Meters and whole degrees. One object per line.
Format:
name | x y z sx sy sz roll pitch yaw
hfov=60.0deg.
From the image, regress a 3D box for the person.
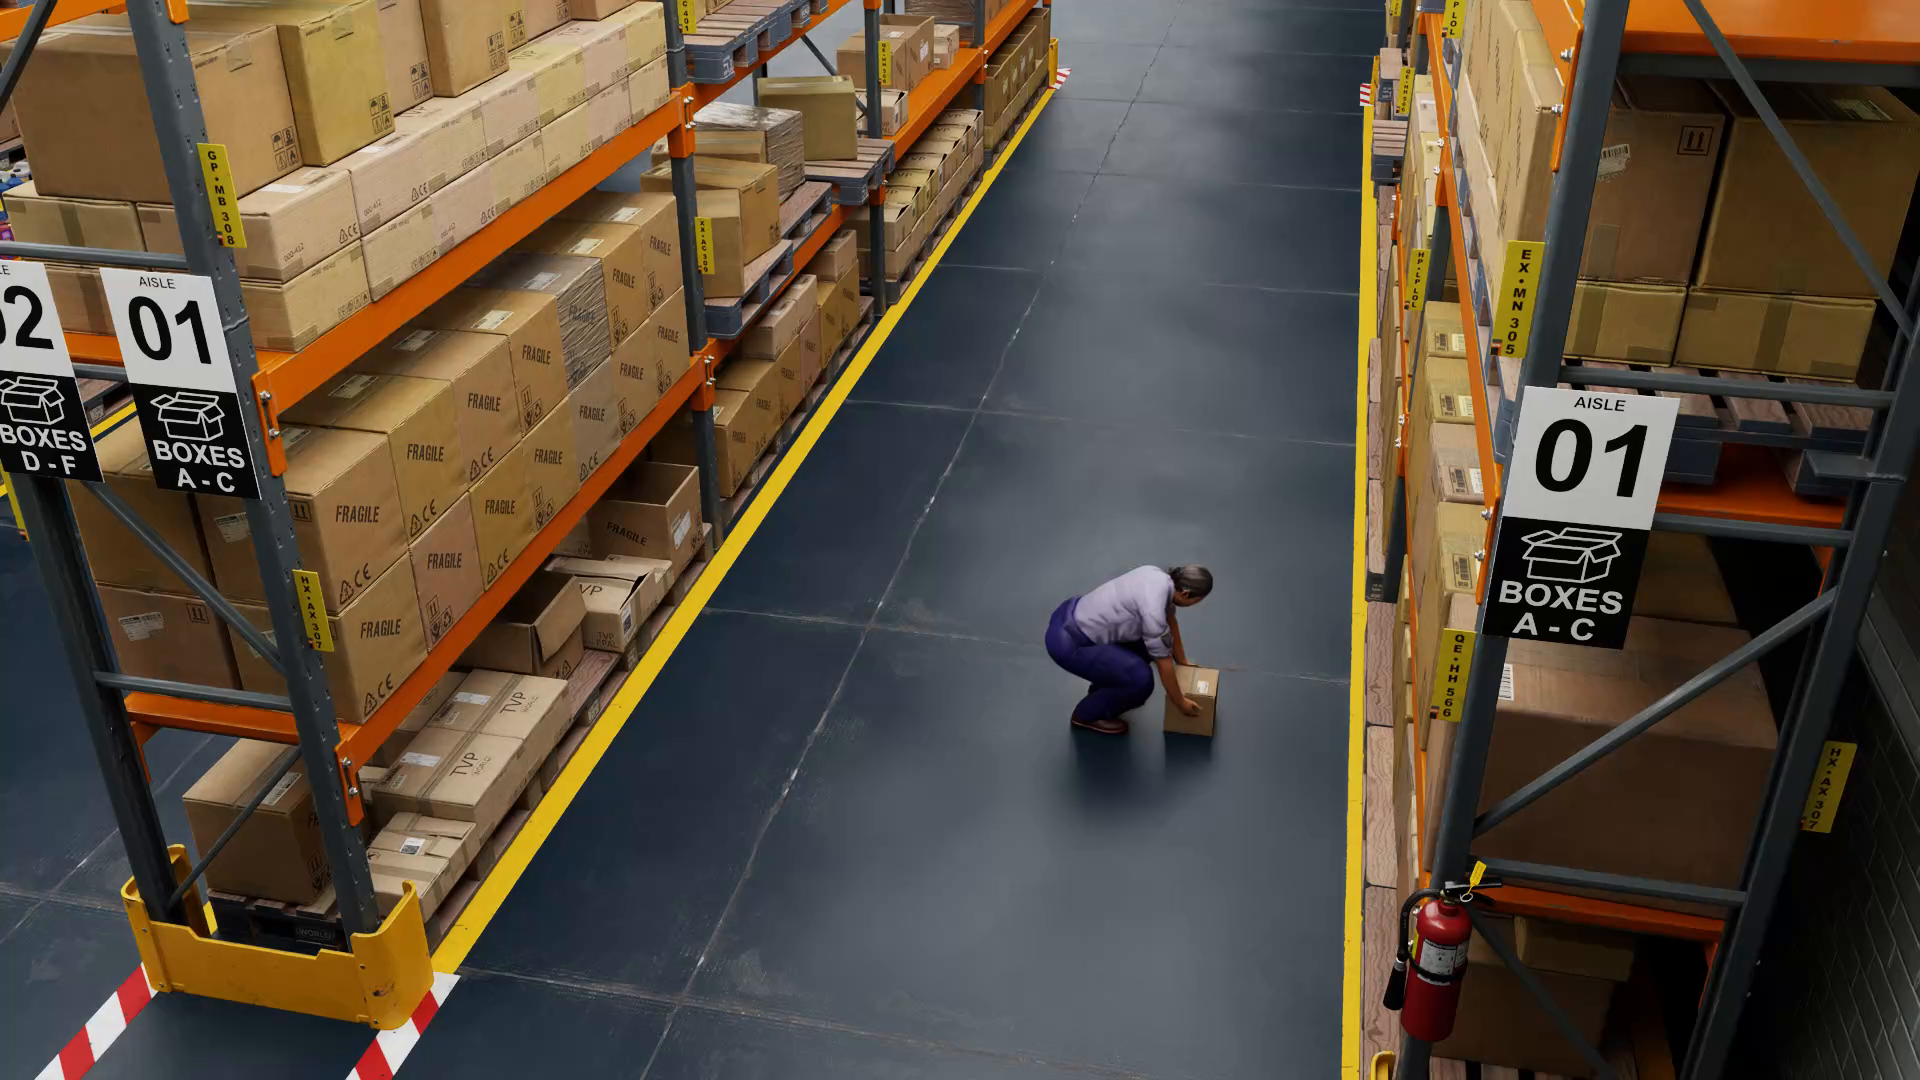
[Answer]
person | 0.855 0.518 8.486 0.821 0.885 0.526 6 30 10
